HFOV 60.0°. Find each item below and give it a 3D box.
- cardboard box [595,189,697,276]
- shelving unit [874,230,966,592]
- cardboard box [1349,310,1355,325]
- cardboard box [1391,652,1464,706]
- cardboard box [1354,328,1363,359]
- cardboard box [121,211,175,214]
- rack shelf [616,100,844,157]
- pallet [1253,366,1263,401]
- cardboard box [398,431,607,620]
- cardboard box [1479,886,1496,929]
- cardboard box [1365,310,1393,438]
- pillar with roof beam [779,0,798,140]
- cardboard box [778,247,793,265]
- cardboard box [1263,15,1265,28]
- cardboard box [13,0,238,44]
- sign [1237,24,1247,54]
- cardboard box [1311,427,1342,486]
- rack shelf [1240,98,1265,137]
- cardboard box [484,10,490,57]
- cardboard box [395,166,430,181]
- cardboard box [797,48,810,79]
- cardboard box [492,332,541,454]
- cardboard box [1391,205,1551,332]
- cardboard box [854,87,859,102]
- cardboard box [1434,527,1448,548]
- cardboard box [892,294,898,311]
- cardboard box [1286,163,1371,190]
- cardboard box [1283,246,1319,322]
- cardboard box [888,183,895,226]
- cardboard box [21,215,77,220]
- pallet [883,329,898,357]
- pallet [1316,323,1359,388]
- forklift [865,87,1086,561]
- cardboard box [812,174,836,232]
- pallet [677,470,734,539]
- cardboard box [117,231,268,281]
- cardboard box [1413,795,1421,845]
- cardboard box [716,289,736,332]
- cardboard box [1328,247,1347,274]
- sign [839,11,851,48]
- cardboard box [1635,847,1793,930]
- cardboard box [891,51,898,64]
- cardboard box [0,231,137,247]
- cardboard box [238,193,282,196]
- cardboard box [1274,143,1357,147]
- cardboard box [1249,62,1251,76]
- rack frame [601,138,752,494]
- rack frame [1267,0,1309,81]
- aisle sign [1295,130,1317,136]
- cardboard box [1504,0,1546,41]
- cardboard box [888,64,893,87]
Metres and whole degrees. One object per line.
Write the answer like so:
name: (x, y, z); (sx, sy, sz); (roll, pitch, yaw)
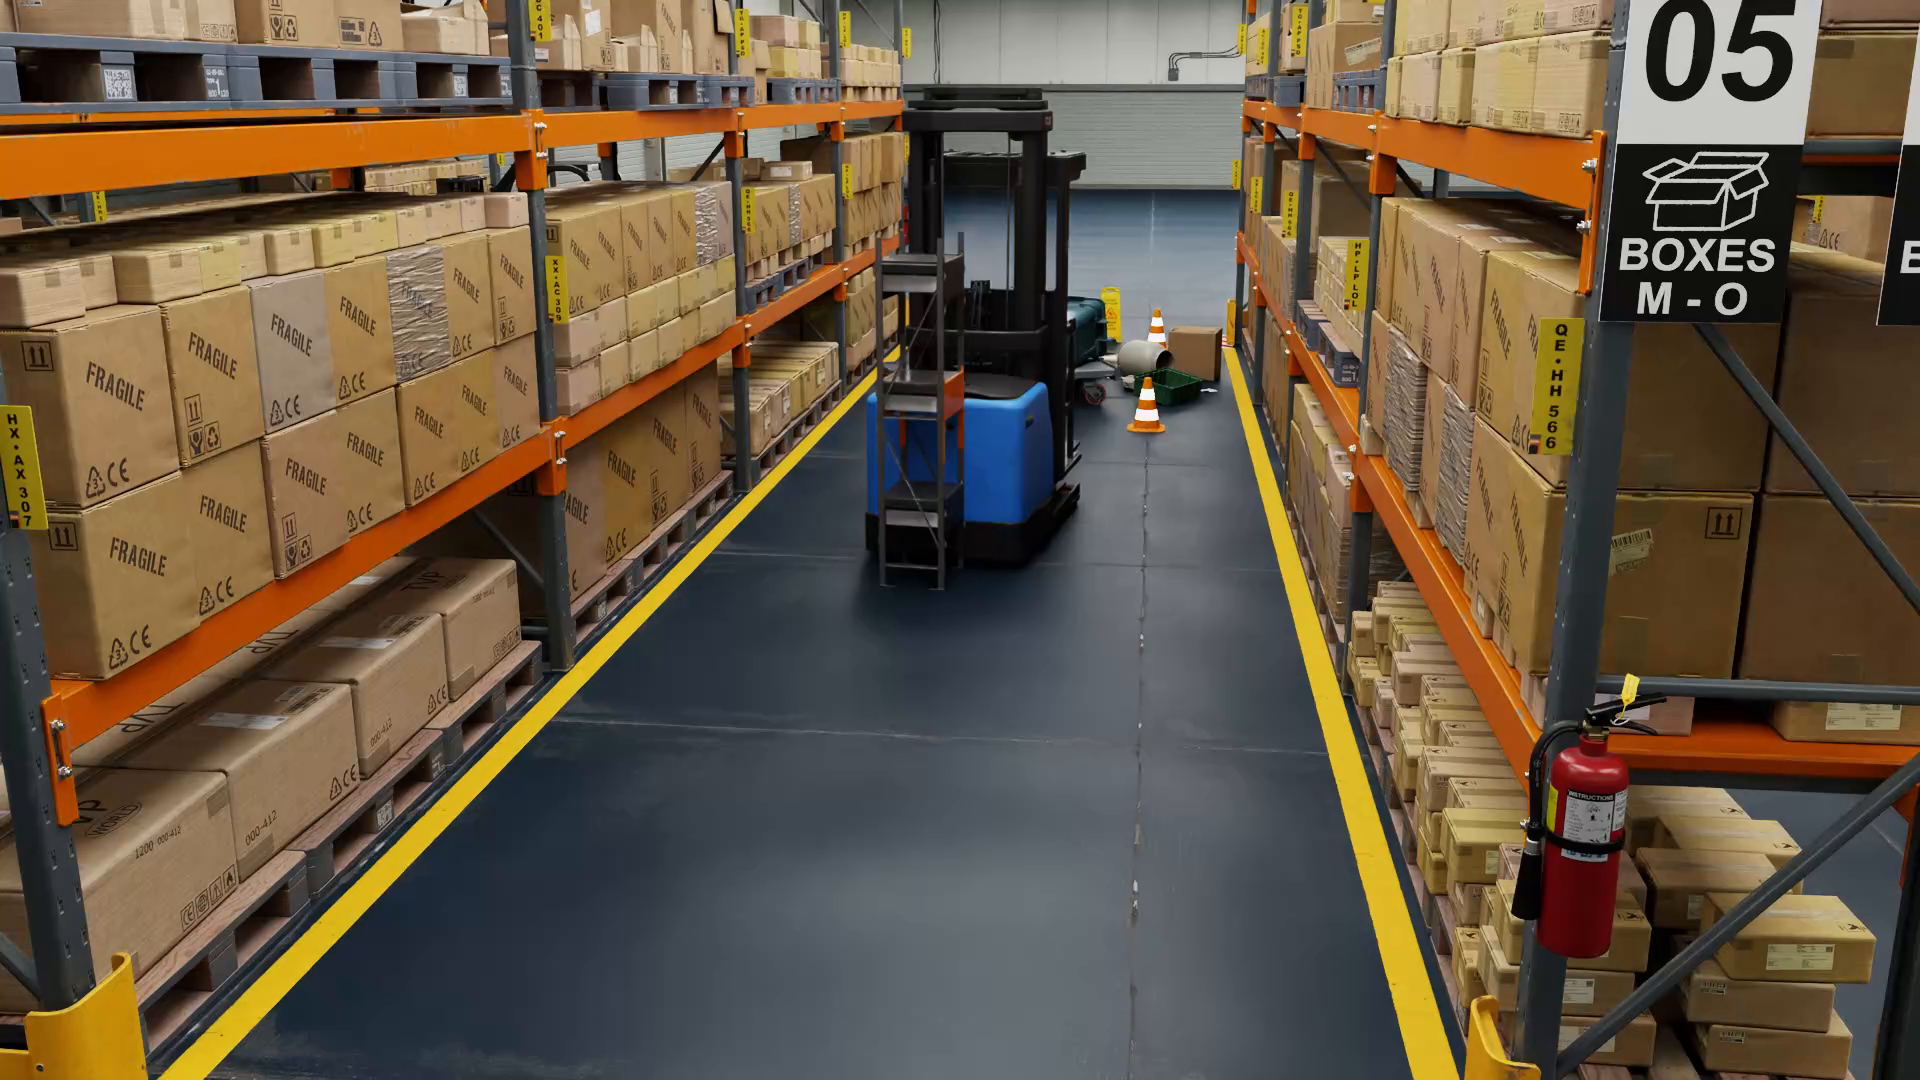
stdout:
cardboard box: (-1.982, -1.949, 10.517); (0.500, 0.500, 0.500); (2, 15, 6)
shelving unit: (-0.232, -0.778, 10.016); (0.431, 2.100, 0.503); (4, 16, 14)
cardboard box: (2.373, -1.270, 9.219); (0.380, 0.149, 0.250); (1, 15, 3)
cardboard box: (1.977, 0.573, 6.813); (0.380, 0.149, 0.250); (2, 15, 7)
cardboard box: (2.343, -1.052, 8.983); (0.380, 0.149, 0.250); (1, 15, 3)
cardboard box: (-6.625, -2.607, 13.624); (0.380, 0.149, 0.250); (2, 15, 7)
rack shelf: (-1.845, -3.441, 13.774); (1.077, 0.370, 4.000); (2, 15, 6)
pallet: (3.474, -1.589, 16.633); (1.003, 0.211, 1.213); (2, 15, 6)
cardboard box: (-2.532, -0.125, 9.143); (0.875, 0.875, 0.875); (2, 15, 8)
cardboard box: (1.815, 1.191, 5.098); (0.380, 0.149, 0.250); (1, 15, 5)
cardboard box: (2.101, -0.736, 7.375); (0.500, 0.500, 0.500); (1, 15, 5)
pillar with roof beam: (-0.089, -12.882, 41.562); (9.100, 9.000, 0.400); (2, 15, 6)
cardboard box: (-1.619, -2.400, 13.968); (0.380, 0.149, 0.250); (2, 15, 8)
cardboard box: (3.092, -4.937, 15.886); (0.380, 0.149, 0.250); (2, 15, 6)
cardboard box: (-2.755, -1.790, 5.463); (0.500, 0.311, 0.500); (2, 15, 7)
sign: (3.211, -5.703, 18.935); (0.100, 0.325, 0.005); (2, 15, 6)
cardboard box: (2.357, -0.494, 9.790); (0.500, 0.250, 0.500); (1, 15, 4)
rack shelf: (3.536, -4.359, 17.168); (1.077, 0.370, 4.000); (2, 15, 6)
cardboard box: (-2.631, -2.627, 8.750); (0.500, 0.311, 0.500); (2, 15, 6)
cardboard box: (-6.099, -4.050, 18.389); (0.380, 0.149, 0.250); (2, 15, 7)
cardboard box: (-1.603, -4.151, 14.502); (0.500, 0.250, 0.500); (2, 15, 7)
cardboard box: (-2.320, -0.705, 7.831); (0.500, 0.500, 0.500); (2, 15, 7)
cardboard box: (2.071, -1.095, 6.787); (0.500, 0.500, 0.500); (1, 15, 5)
cardboard box: (-1.228, -4.526, 16.889); (0.380, 0.149, 0.250); (1, 15, 5)
cardboard box: (1.966, -0.066, 6.141); (0.380, 0.149, 0.250); (2, 15, 8)
cardboard box: (-0.999, -2.919, 19.236); (0.500, 0.500, 0.500); (2, 15, 7)
cardboard box: (3.204, -3.008, 14.434); (0.700, 0.500, 0.500); (1, 15, 5)
cardboard box: (2.643, -1.875, 12.159); (0.500, 0.500, 0.500); (2, 15, 6)
cardboard box: (-1.017, -3.810, 18.744); (0.500, 0.500, 0.500); (2, 15, 6)
cardboard box: (-7.249, -2.490, 13.190); (0.380, 0.149, 0.250); (2, 15, 8)
pallet: (-1.303, -2.321, 19.342); (1.003, 0.211, 1.213); (2, 15, 6)
pallet: (2.676, -1.095, 9.833); (1.003, 0.211, 1.213); (2, 15, 6)
forklift: (0.250, -1.625, 11.556); (1.130, 2.935, 3.031); (4, 16, 14)
cardboard box: (-1.443, -3.127, 15.415); (0.500, 0.500, 0.500); (1, 15, 5)
pallet: (-2.235, -0.274, 11.769); (1.003, 0.211, 1.213); (2, 15, 6)
cardboard box: (-2.567, -0.948, 5.570); (0.380, 0.149, 0.250); (2, 15, 7)
cardboard box: (1.885, 1.065, 6.134); (0.380, 0.149, 0.250); (2, 15, 7)
cardboard box: (-1.870, -1.611, 11.660); (0.500, 0.250, 0.500); (1, 15, 4)
cardboard box: (2.524, -1.755, 10.442); (0.380, 0.149, 0.250); (1, 15, 4)
sign: (-1.068, -4.732, 15.423); (0.100, 0.325, 0.005); (2, 15, 6)
cardboard box: (2.265, 1.058, 5.021); (0.380, 0.149, 0.250); (2, 15, 7)
cardboard box: (-0.913, -5.512, 19.007); (0.380, 0.149, 0.250); (2, 15, 7)
cardboard box: (-3.012, -0.956, 5.601); (0.380, 0.149, 0.250); (2, 15, 6)
cardboard box: (-6.805, -3.281, 16.116); (0.380, 0.149, 0.250); (1, 15, 5)
cardboard box: (3.530, -3.710, 16.781); (0.875, 0.550, 0.550); (2, 15, 6)
cardboard box: (3.320, -5.079, 17.936); (0.380, 0.149, 0.250); (2, 15, 7)
rack frame: (-2.071, -1.822, 12.153); (1.000, 3.000, 0.127); (2, 15, 6)
rack frame: (3.310, -5.636, 14.765); (1.000, 3.000, 0.127); (2, 15, 6)
aisle sign: (4.068, -5.042, 19.080); (0.394, 0.787, 0.004); (2, 15, 6)
cardboard box: (1.812, -1.504, 4.561); (0.500, 0.250, 0.500); (1, 15, 5)
cardboard box: (-1.029, -5.145, 18.415); (0.500, 0.250, 0.500); (1, 15, 5)
